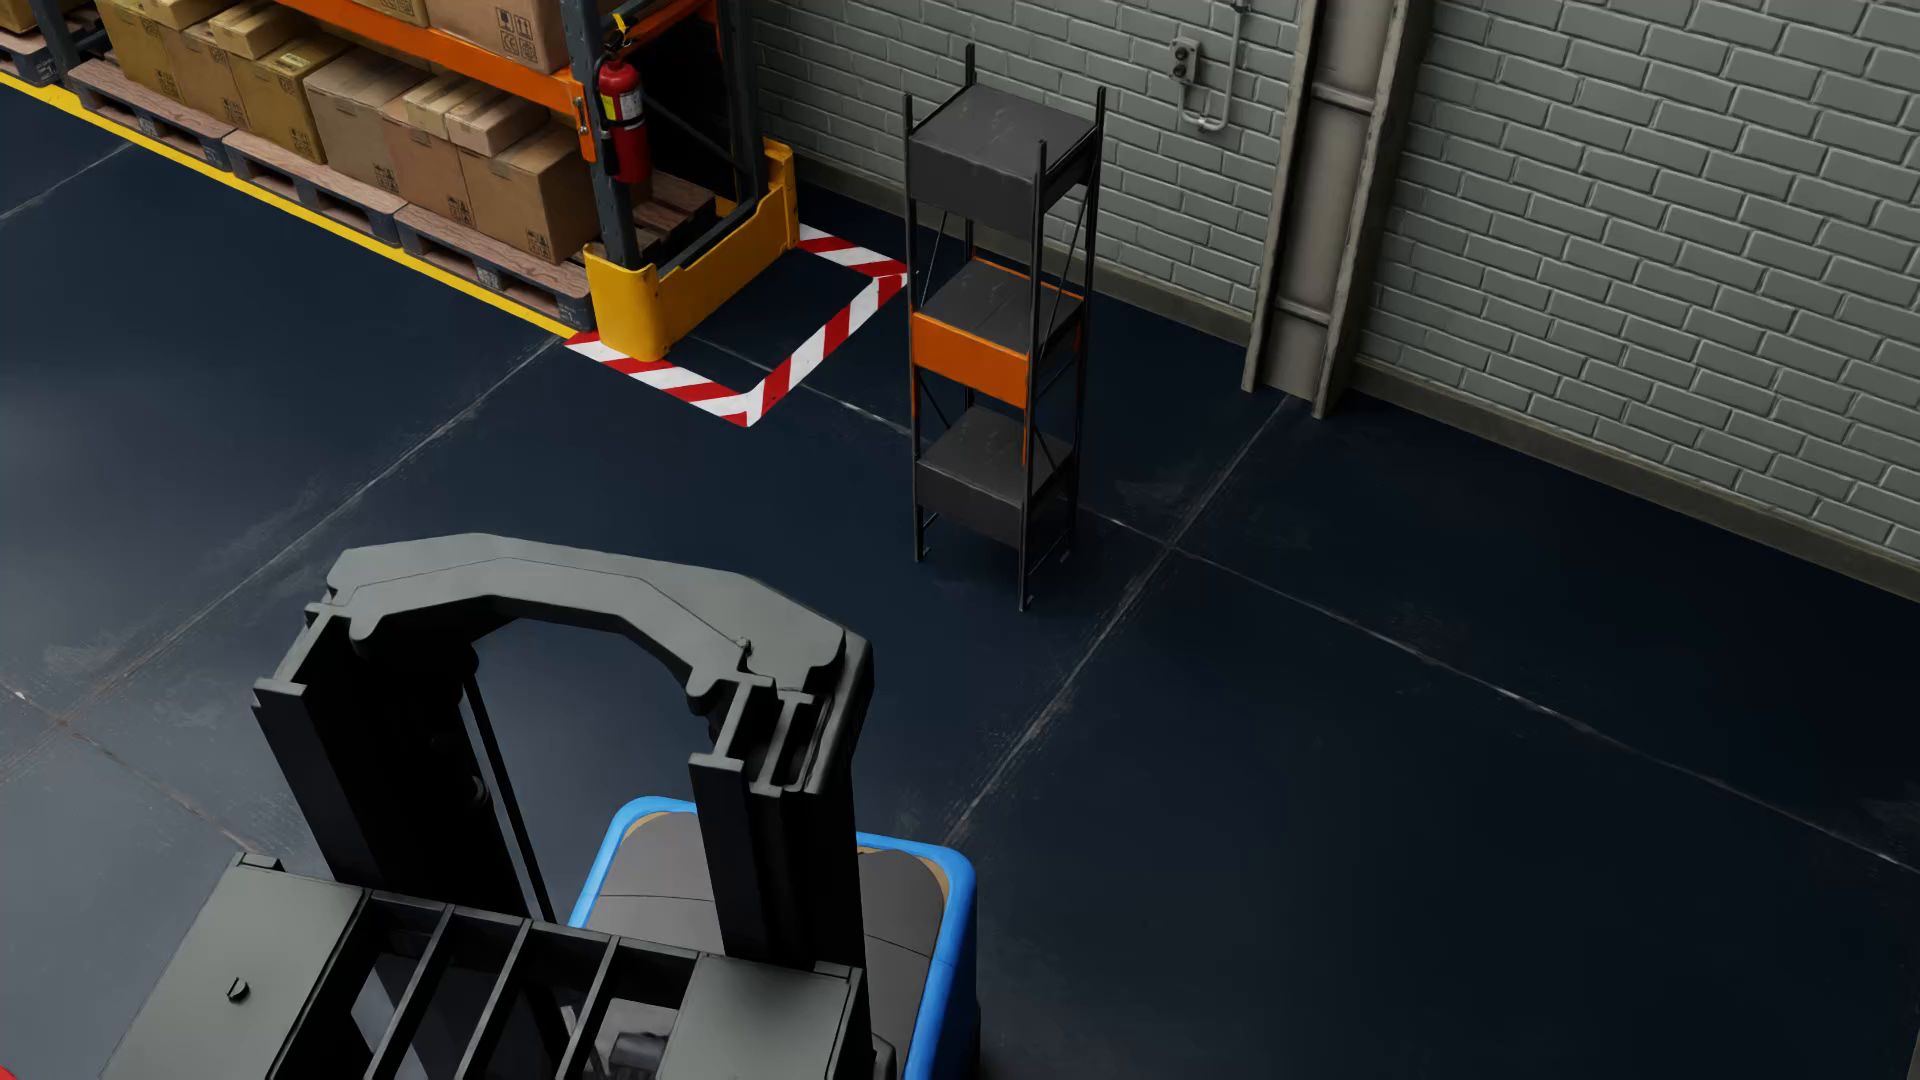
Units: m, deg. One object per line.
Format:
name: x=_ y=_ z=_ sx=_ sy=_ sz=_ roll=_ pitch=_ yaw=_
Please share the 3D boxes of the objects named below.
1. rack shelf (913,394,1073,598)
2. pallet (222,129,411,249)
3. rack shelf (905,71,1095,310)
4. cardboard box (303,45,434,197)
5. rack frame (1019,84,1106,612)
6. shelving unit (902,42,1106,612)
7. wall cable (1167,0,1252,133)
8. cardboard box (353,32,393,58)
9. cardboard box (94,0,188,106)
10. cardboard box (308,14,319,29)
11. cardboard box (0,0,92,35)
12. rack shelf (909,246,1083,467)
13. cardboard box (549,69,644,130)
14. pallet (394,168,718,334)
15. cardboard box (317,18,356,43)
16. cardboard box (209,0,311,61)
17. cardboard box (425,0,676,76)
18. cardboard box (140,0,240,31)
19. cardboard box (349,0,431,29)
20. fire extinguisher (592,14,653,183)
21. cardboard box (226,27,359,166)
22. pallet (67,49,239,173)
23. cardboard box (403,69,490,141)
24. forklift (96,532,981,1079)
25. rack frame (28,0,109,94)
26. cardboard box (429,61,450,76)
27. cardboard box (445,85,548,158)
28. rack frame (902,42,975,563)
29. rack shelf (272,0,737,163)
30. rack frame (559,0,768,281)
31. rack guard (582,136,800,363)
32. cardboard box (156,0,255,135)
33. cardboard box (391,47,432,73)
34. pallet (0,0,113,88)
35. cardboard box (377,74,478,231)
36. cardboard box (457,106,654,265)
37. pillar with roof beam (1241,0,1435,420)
rack shelf: x=0.139 y=-0.170 z=6.446 sx=0.480 sy=0.518 sz=0.431 roll=25 pitch=51 yaw=22
pallet: x=-2.980 y=-2.023 z=8.568 sx=1.213 sy=0.211 sz=1.003 roll=25 pitch=51 yaw=22
rack shelf: x=0.139 y=-1.146 z=5.442 sx=0.480 sy=0.518 sz=0.431 roll=25 pitch=51 yaw=22
cardboard box: x=-2.730 y=-2.133 z=8.181 sx=0.500 sy=0.500 sz=0.700 roll=23 pitch=50 yaw=21
rack frame: x=0.345 y=-0.573 z=5.843 sx=0.015 sy=2.100 sz=0.400 roll=25 pitch=51 yaw=22
shelving unit: x=0.139 y=-0.668 z=5.935 sx=0.503 sy=2.100 sz=0.431 roll=25 pitch=51 yaw=22
wall cable: x=0.347 y=-2.689 z=6.563 sx=1.851 sy=1.984 sz=0.084 roll=25 pitch=51 yaw=22
cardboard box: x=-2.740 y=-2.533 z=8.118 sx=0.250 sy=0.149 sz=0.380 roll=25 pitch=51 yaw=22
cardboard box: x=-4.034 y=-2.732 z=8.763 sx=0.500 sy=0.500 sz=0.700 roll=25 pitch=51 yaw=23
cardboard box: x=-3.170 y=-2.731 z=8.310 sx=0.250 sy=0.149 sz=0.380 roll=25 pitch=51 yaw=22
cardboard box: x=-5.226 y=-3.378 z=9.147 sx=0.750 sy=0.750 sz=0.750 roll=25 pitch=51 yaw=23
rack shelf: x=0.139 y=-0.658 z=5.944 sx=0.480 sy=0.518 sz=0.431 roll=25 pitch=51 yaw=22
cardboard box: x=-1.672 y=-2.044 z=7.642 sx=0.250 sy=0.149 sz=0.380 roll=25 pitch=51 yaw=22
pallet: x=-1.957 y=-1.550 z=8.109 sx=1.213 sy=0.211 sz=1.003 roll=25 pitch=51 yaw=22
cardboard box: x=-2.953 y=-2.632 z=8.214 sx=0.250 sy=0.149 sz=0.380 roll=24 pitch=50 yaw=21
cardboard box: x=-3.405 y=-2.513 z=8.098 sx=0.250 sy=0.149 sz=0.380 roll=23 pitch=50 yaw=21
cardboard box: x=-1.676 y=-2.555 z=6.932 sx=0.700 sy=0.700 sz=0.980 roll=27 pitch=52 yaw=24
cardboard box: x=-3.845 y=-2.715 z=8.295 sx=0.250 sy=0.149 sz=0.380 roll=26 pitch=51 yaw=23
cardboard box: x=-2.295 y=-2.830 z=7.199 sx=0.700 sy=0.700 sz=0.980 roll=24 pitch=51 yaw=22
fire extinguisher: x=-1.364 y=-1.765 z=6.688 sx=0.183 sy=0.674 sz=0.296 roll=25 pitch=51 yaw=22
cardboard box: x=-3.183 y=-2.335 z=8.378 sx=0.500 sy=0.500 sz=0.700 roll=26 pitch=51 yaw=23
pallet: x=-4.011 y=-2.495 z=9.027 sx=1.213 sy=0.211 sz=1.003 roll=25 pitch=51 yaw=22
cardboard box: x=-2.307 y=-2.009 z=7.609 sx=0.250 sy=0.149 sz=0.380 roll=26 pitch=51 yaw=23
forklift: x=-0.743 y=1.527 z=3.222 sx=1.130 sy=2.935 sz=3.031 roll=9 pitch=46 yaw=8
rack frame: x=-4.609 y=-3.808 z=8.359 sx=0.127 sy=3.000 sz=1.000 roll=25 pitch=51 yaw=22
cardboard box: x=-2.309 y=-2.336 z=7.927 sx=0.250 sy=0.149 sz=0.380 roll=25 pitch=51 yaw=22
cardboard box: x=-2.091 y=-1.911 z=7.513 sx=0.250 sy=0.149 sz=0.380 roll=24 pitch=51 yaw=22
rack frame: x=-0.066 y=-0.762 z=6.026 sx=0.015 sy=2.100 sz=0.400 roll=25 pitch=51 yaw=22
rack shelf: x=-2.925 y=-2.783 z=7.864 sx=4.000 sy=0.370 sz=1.077 roll=25 pitch=51 yaw=22
rack frame: x=-1.242 y=-2.259 z=6.854 sx=0.127 sy=3.000 sz=1.000 roll=25 pitch=51 yaw=22
rack guard: x=-1.221 y=-1.379 z=7.741 sx=0.348 sy=0.500 sz=1.175 roll=25 pitch=51 yaw=22
cardboard box: x=-3.613 y=-2.535 z=8.572 sx=0.500 sy=0.500 sz=0.700 roll=24 pitch=51 yaw=22
cardboard box: x=-2.523 y=-2.434 z=8.022 sx=0.250 sy=0.149 sz=0.380 roll=25 pitch=51 yaw=23
pallet: x=-5.299 y=-3.089 z=9.605 sx=1.213 sy=0.211 sz=1.003 roll=25 pitch=51 yaw=22
cardboard box: x=-2.306 y=-1.939 z=7.993 sx=0.500 sy=0.500 sz=0.700 roll=25 pitch=51 yaw=22
cardboard box: x=-1.885 y=-1.745 z=7.804 sx=0.500 sy=0.500 sz=0.700 roll=25 pitch=51 yaw=22
pillar with roof beam: x=-0.826 y=-1.228 z=1.669 sx=0.400 sy=9.000 sz=9.100 roll=25 pitch=51 yaw=22
